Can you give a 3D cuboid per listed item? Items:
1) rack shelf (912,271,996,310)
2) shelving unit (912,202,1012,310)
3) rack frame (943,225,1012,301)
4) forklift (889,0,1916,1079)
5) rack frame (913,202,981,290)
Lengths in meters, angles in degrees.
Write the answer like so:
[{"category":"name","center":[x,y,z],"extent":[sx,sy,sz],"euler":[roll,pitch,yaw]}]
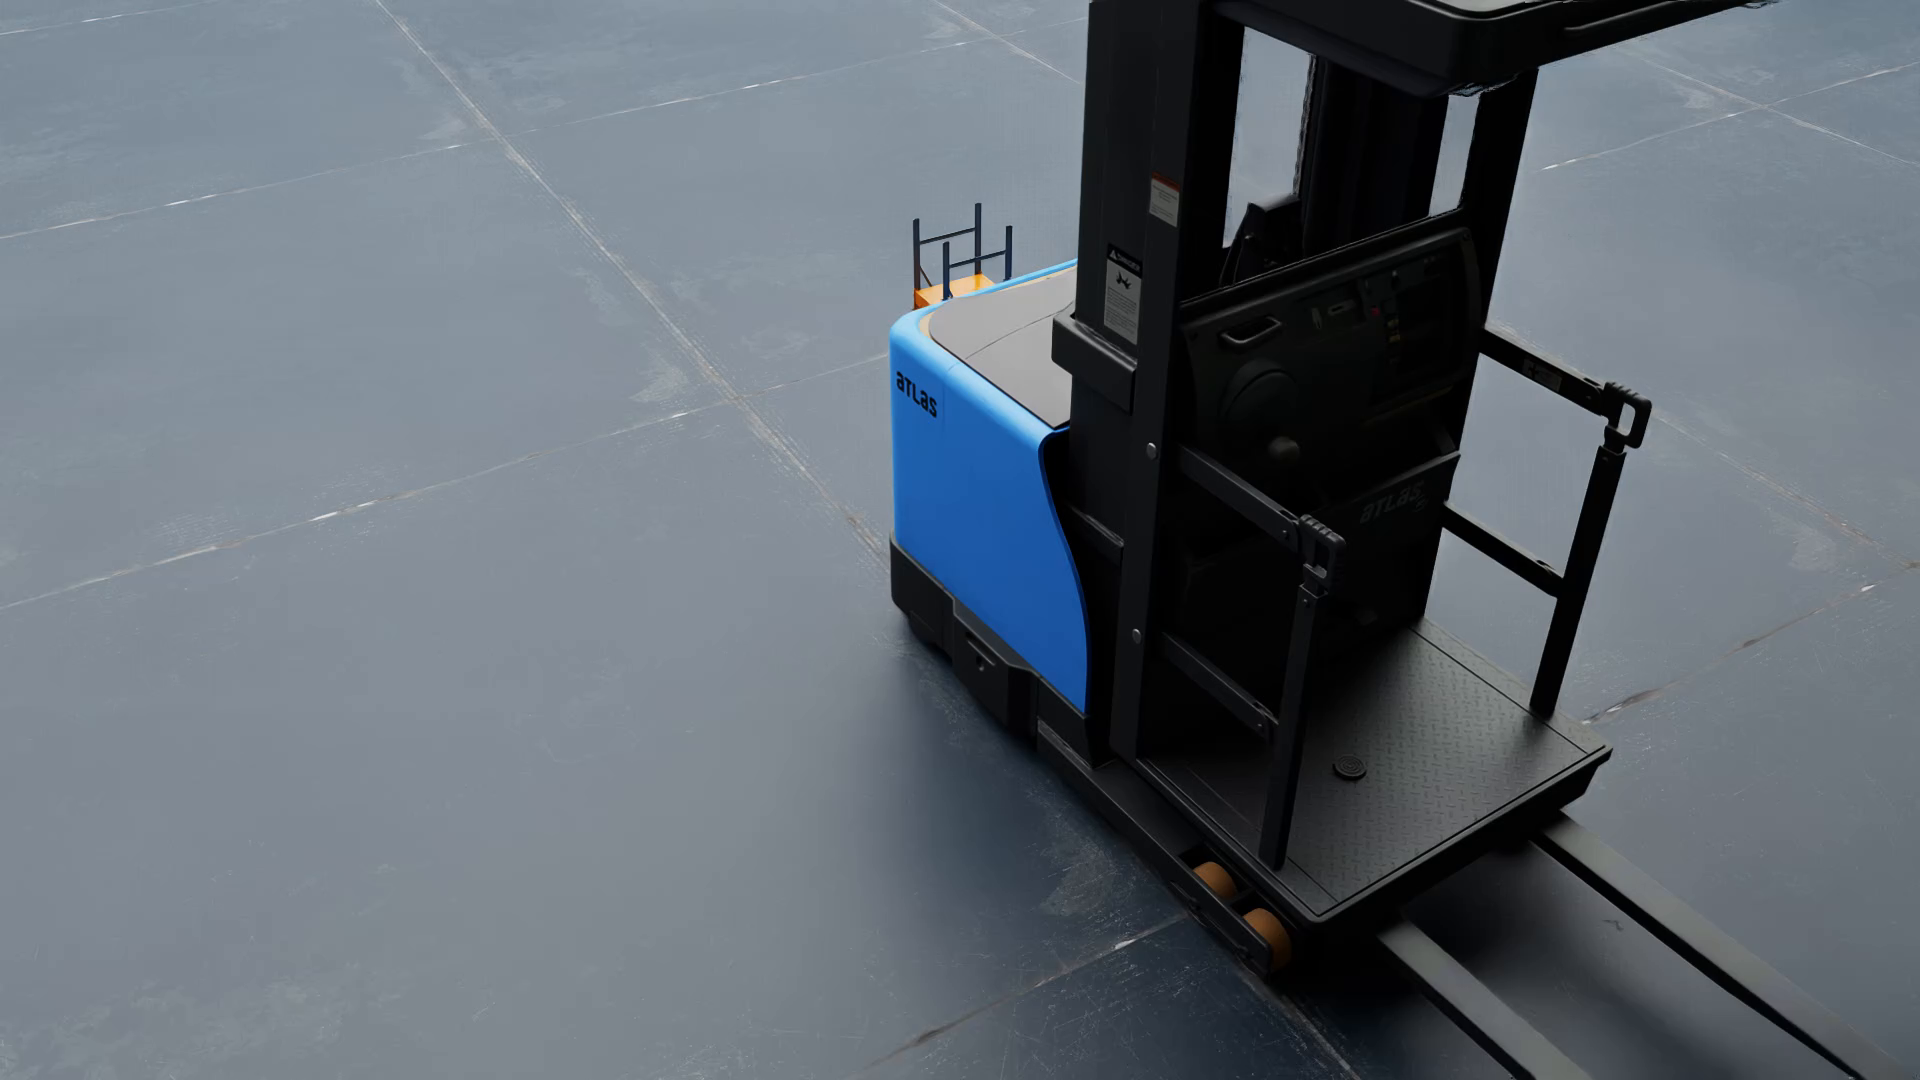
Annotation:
[{"category":"rack shelf","center":[0.007,-0.732,5.200],"extent":[0.258,0.103,0.180],"euler":[-19,40,-24]},{"category":"shelving unit","center":[0.007,-0.477,5.386],"extent":[0.258,1.200,0.189],"euler":[-19,40,-24]},{"category":"rack frame","center":[0.053,-0.430,5.322],"extent":[0.240,1.200,0.006],"euler":[-19,40,-24]},{"category":"forklift","center":[1.020,-0.401,3.814],"extent":[1.130,2.935,3.031],"euler":[-22,41,-27]},{"category":"rack frame","center":[-0.039,-0.524,5.450],"extent":[0.240,1.200,0.006],"euler":[-19,40,-24]}]
